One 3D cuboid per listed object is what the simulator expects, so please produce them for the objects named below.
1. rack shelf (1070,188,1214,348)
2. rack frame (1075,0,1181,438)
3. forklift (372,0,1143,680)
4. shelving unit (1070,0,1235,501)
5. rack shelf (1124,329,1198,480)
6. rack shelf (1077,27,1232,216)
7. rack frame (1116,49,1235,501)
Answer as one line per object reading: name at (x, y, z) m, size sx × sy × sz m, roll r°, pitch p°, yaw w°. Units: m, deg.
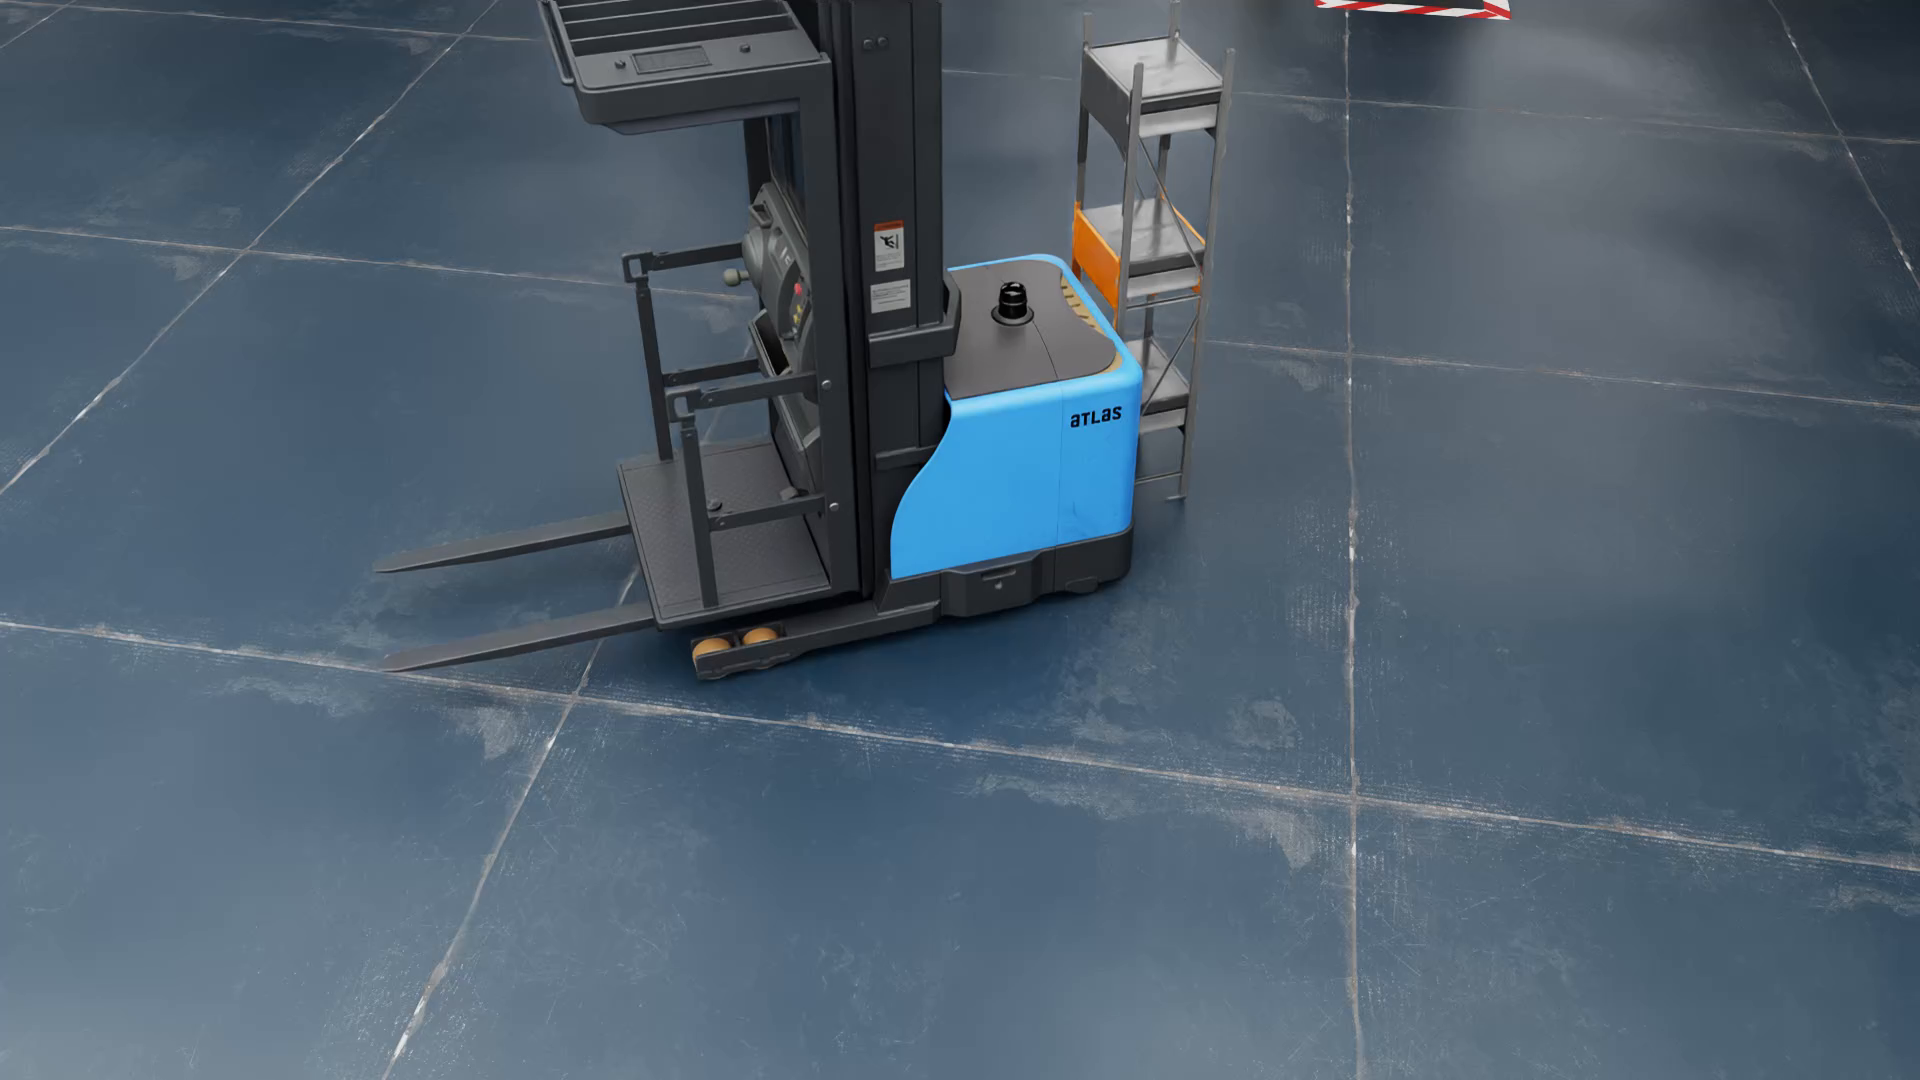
rack shelf at (0.748, -1.101, 6.955) m, size 0.431 × 0.518 × 0.480 m, roll -12°, pitch 41°, yaw -14°
rack frame at (0.671, -1.259, 7.125) m, size 0.400 × 2.100 × 0.015 m, roll -12°, pitch 41°, yaw -14°
forklift at (-0.855, -0.956, 6.107) m, size 3.031 × 2.935 × 1.130 m, roll -11°, pitch 41°, yaw -14°
shelving unit at (0.748, -1.112, 6.947) m, size 0.431 × 2.100 × 0.503 m, roll -12°, pitch 41°, yaw -14°
rack shelf at (0.748, -0.562, 7.401) m, size 0.431 × 0.518 × 0.480 m, roll -12°, pitch 41°, yaw -14°
rack shelf at (0.748, -1.641, 6.509) m, size 0.431 × 0.518 × 0.480 m, roll -12°, pitch 41°, yaw -14°
rack frame at (0.826, -0.964, 6.768) m, size 0.400 × 2.100 × 0.015 m, roll -12°, pitch 41°, yaw -14°
